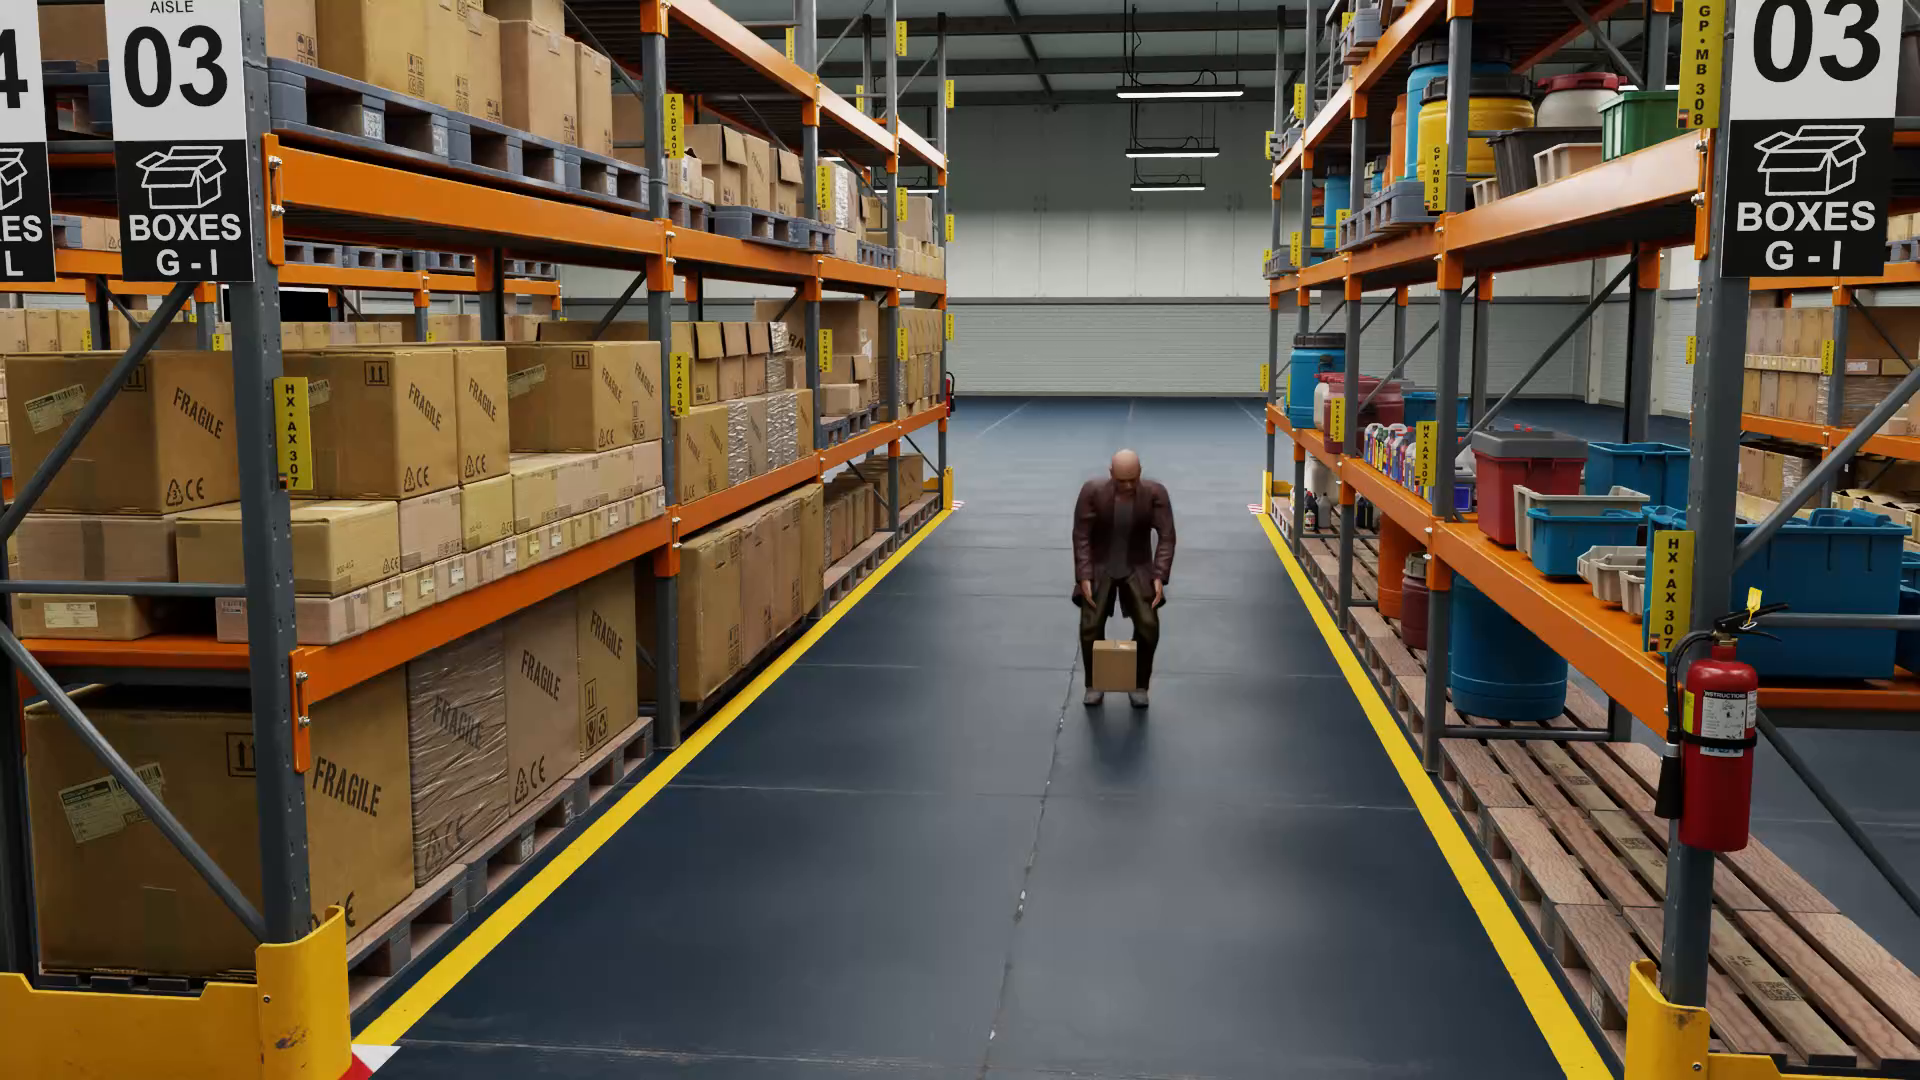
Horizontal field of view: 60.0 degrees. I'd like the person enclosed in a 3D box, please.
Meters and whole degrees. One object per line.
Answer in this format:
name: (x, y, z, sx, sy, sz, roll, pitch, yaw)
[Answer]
person: (0.986, 0.223, 10.037, 0.625, 1.552, 0.612, 1, 7, 7)
